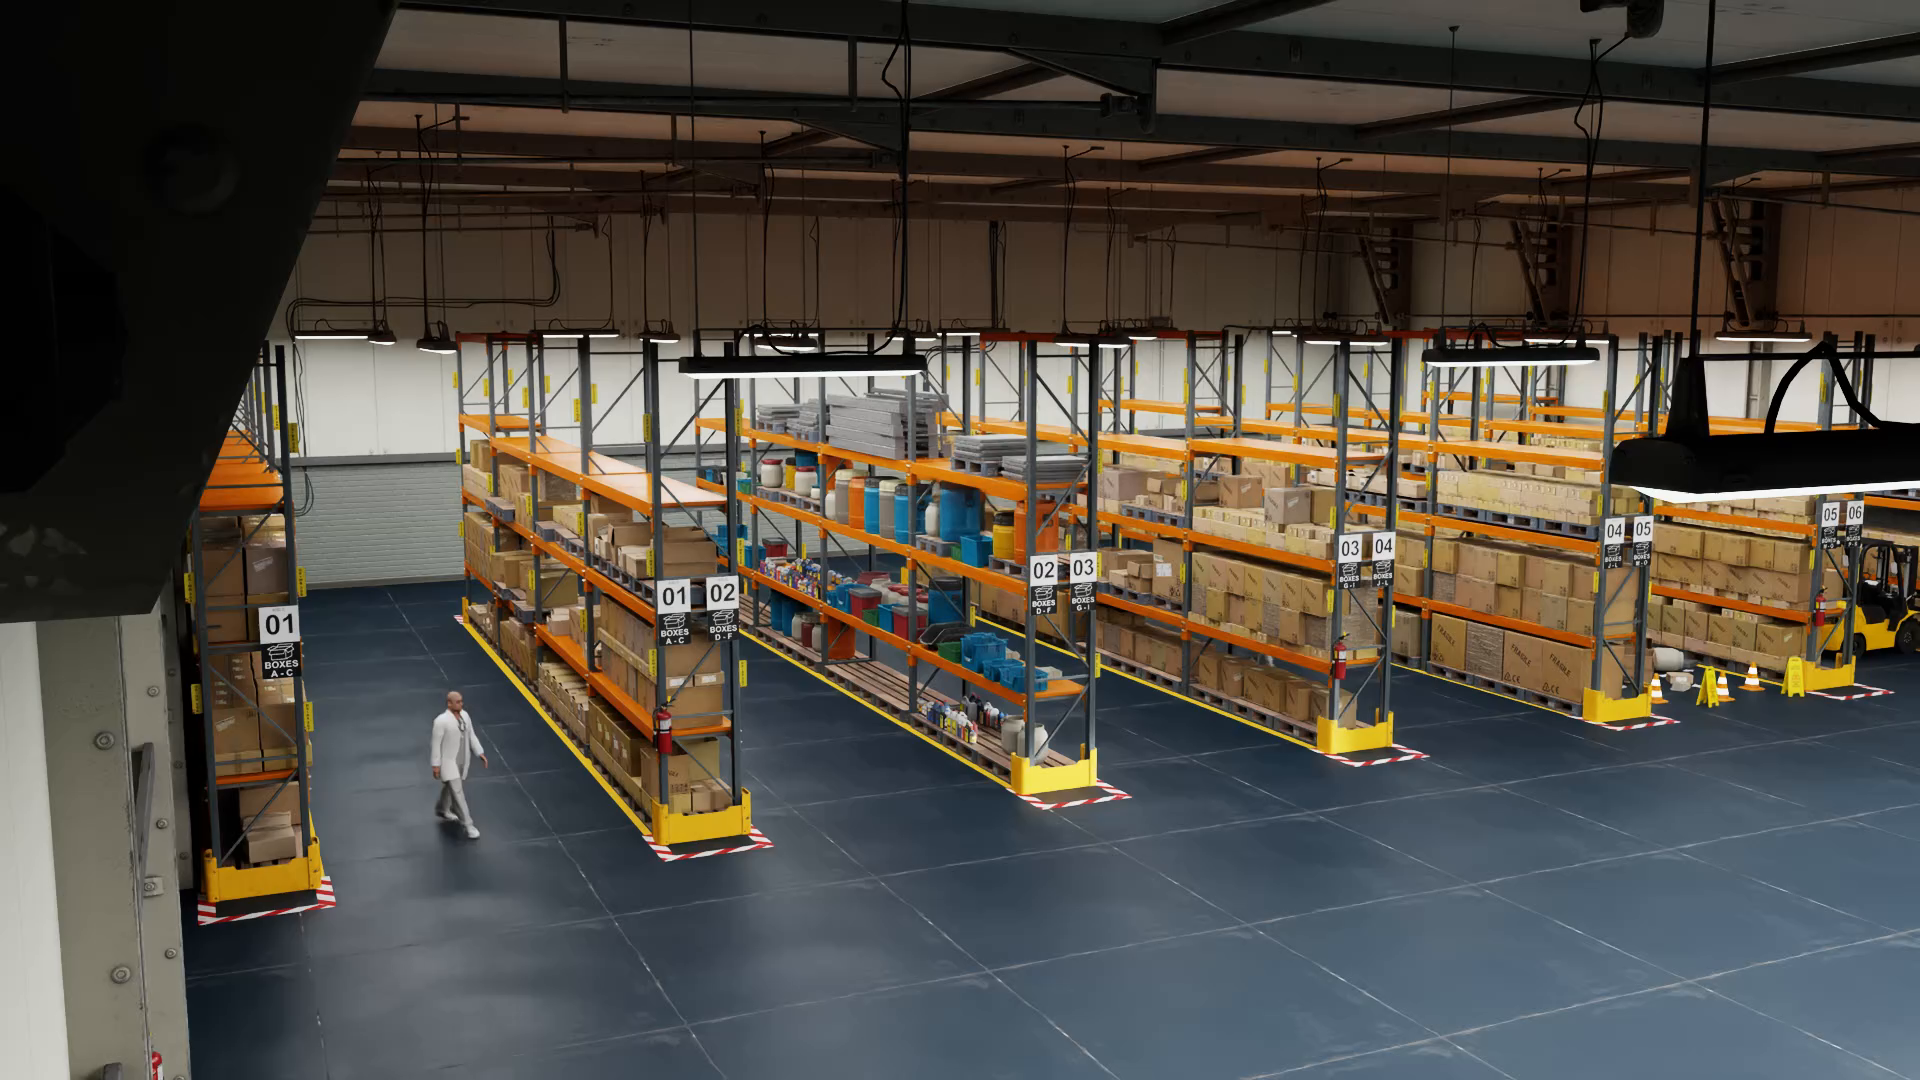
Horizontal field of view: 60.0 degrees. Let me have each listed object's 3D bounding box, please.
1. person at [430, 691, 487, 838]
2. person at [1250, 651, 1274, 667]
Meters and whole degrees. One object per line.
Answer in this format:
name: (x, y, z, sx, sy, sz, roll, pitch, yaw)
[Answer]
person: (-6.182, 2.701, 20.441, 1.163, 1.708, 0.673, 6, 10, 38)
person: (5.440, 1.508, 29.377, 0.589, 1.716, 1.031, -4, 9, -28)
